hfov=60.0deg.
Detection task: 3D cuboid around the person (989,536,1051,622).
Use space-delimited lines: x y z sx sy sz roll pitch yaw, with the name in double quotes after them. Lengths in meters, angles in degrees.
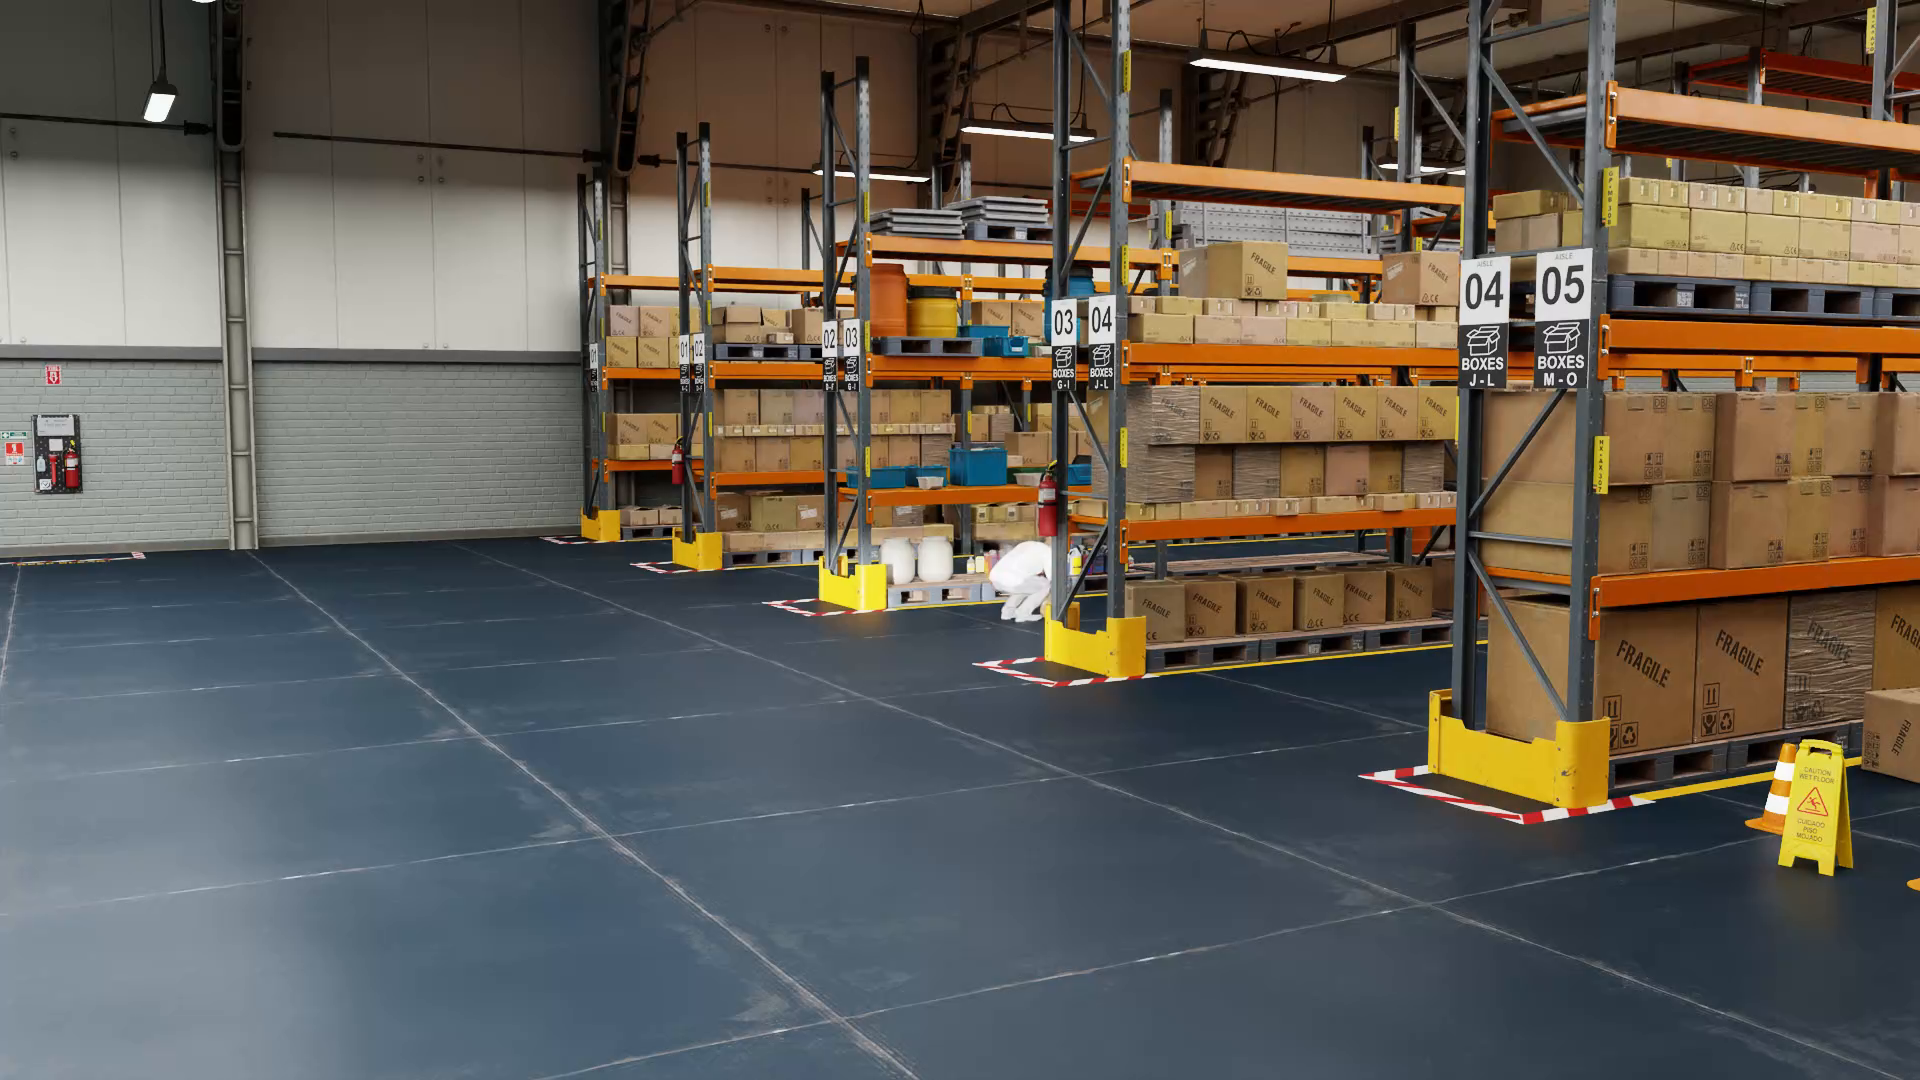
0.730 0.395 17.647 0.895 0.895 0.560 -3 6 -29 "person"
